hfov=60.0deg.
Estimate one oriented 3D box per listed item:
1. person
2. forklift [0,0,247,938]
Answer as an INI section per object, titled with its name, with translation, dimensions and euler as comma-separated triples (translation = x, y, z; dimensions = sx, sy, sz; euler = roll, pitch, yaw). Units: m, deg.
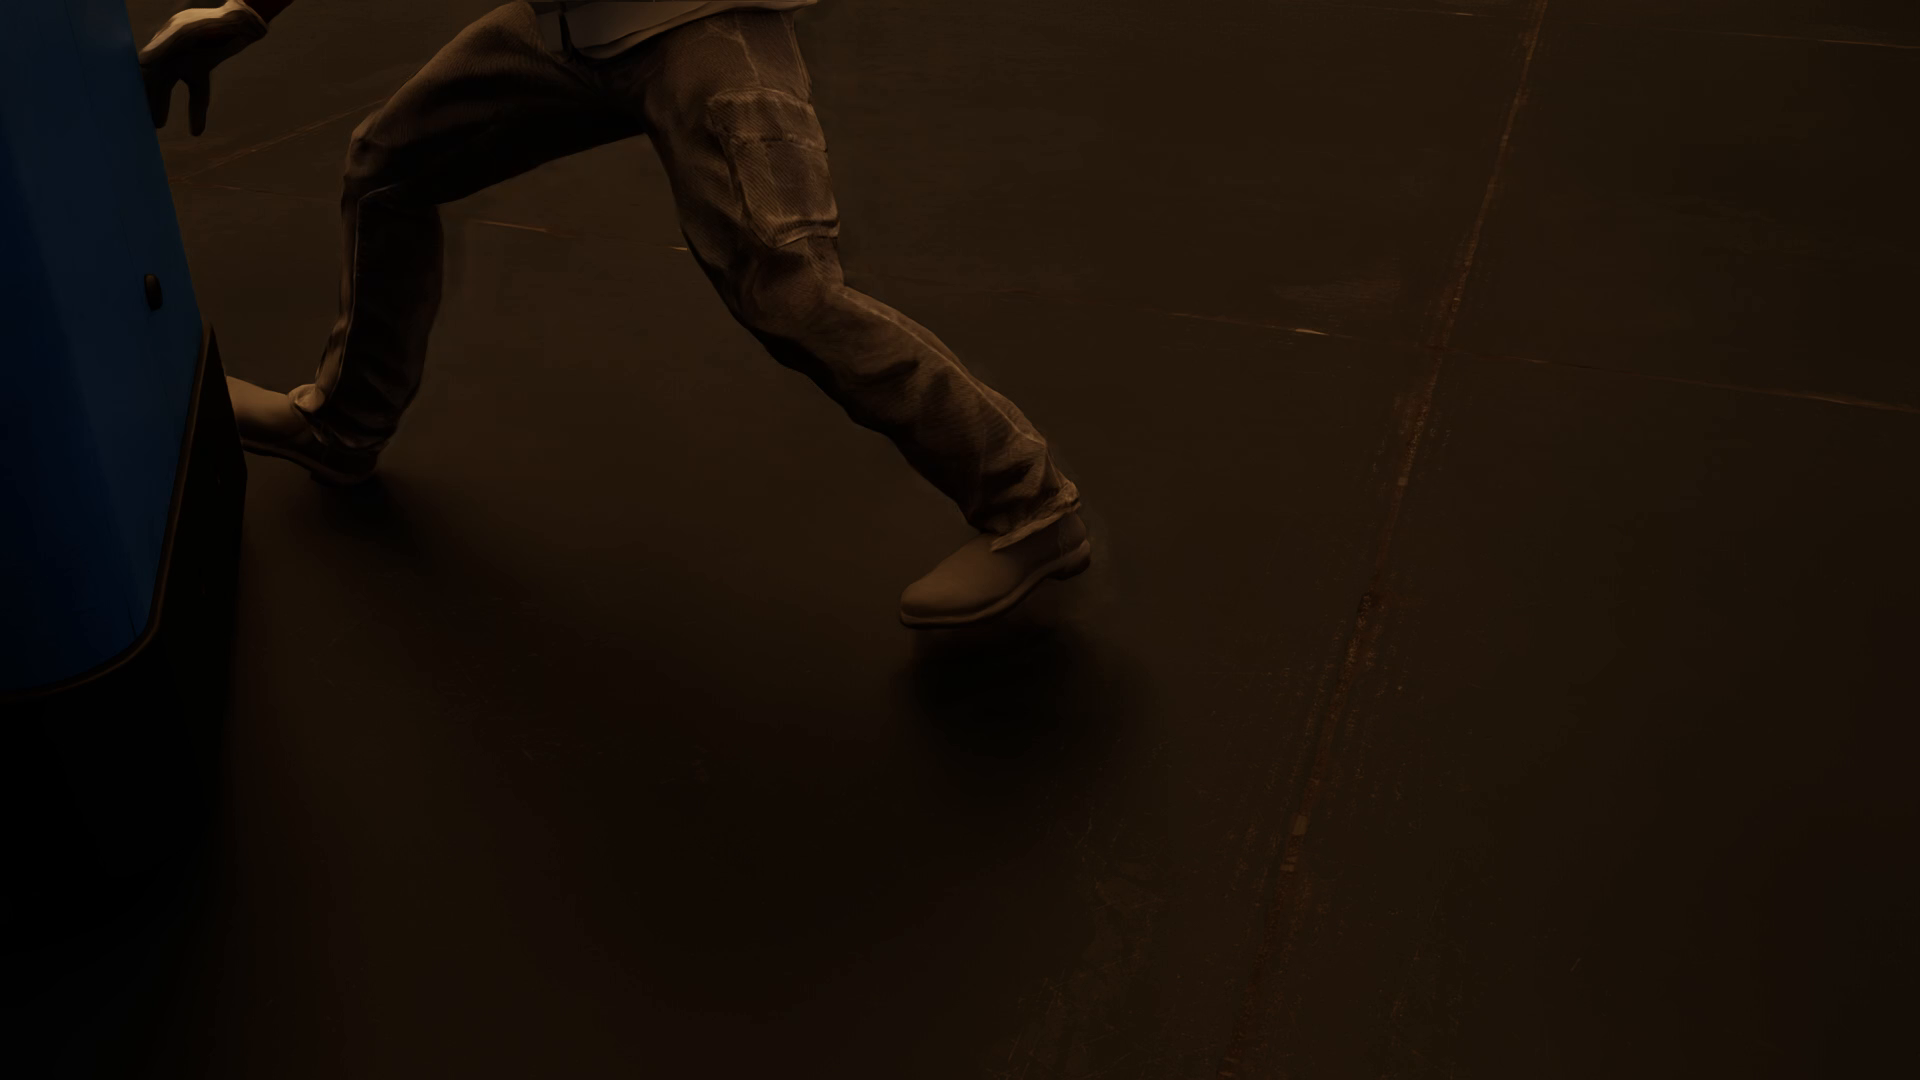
[person]
translation = -0.530, -0.629, 2.157
dimensions = 0.775, 1.467, 1.307
euler = -26, 39, -38
[forklift]
translation = -2.396, -0.885, 1.089
dimensions = 3.031, 2.935, 1.130
euler = -9, 31, -16
